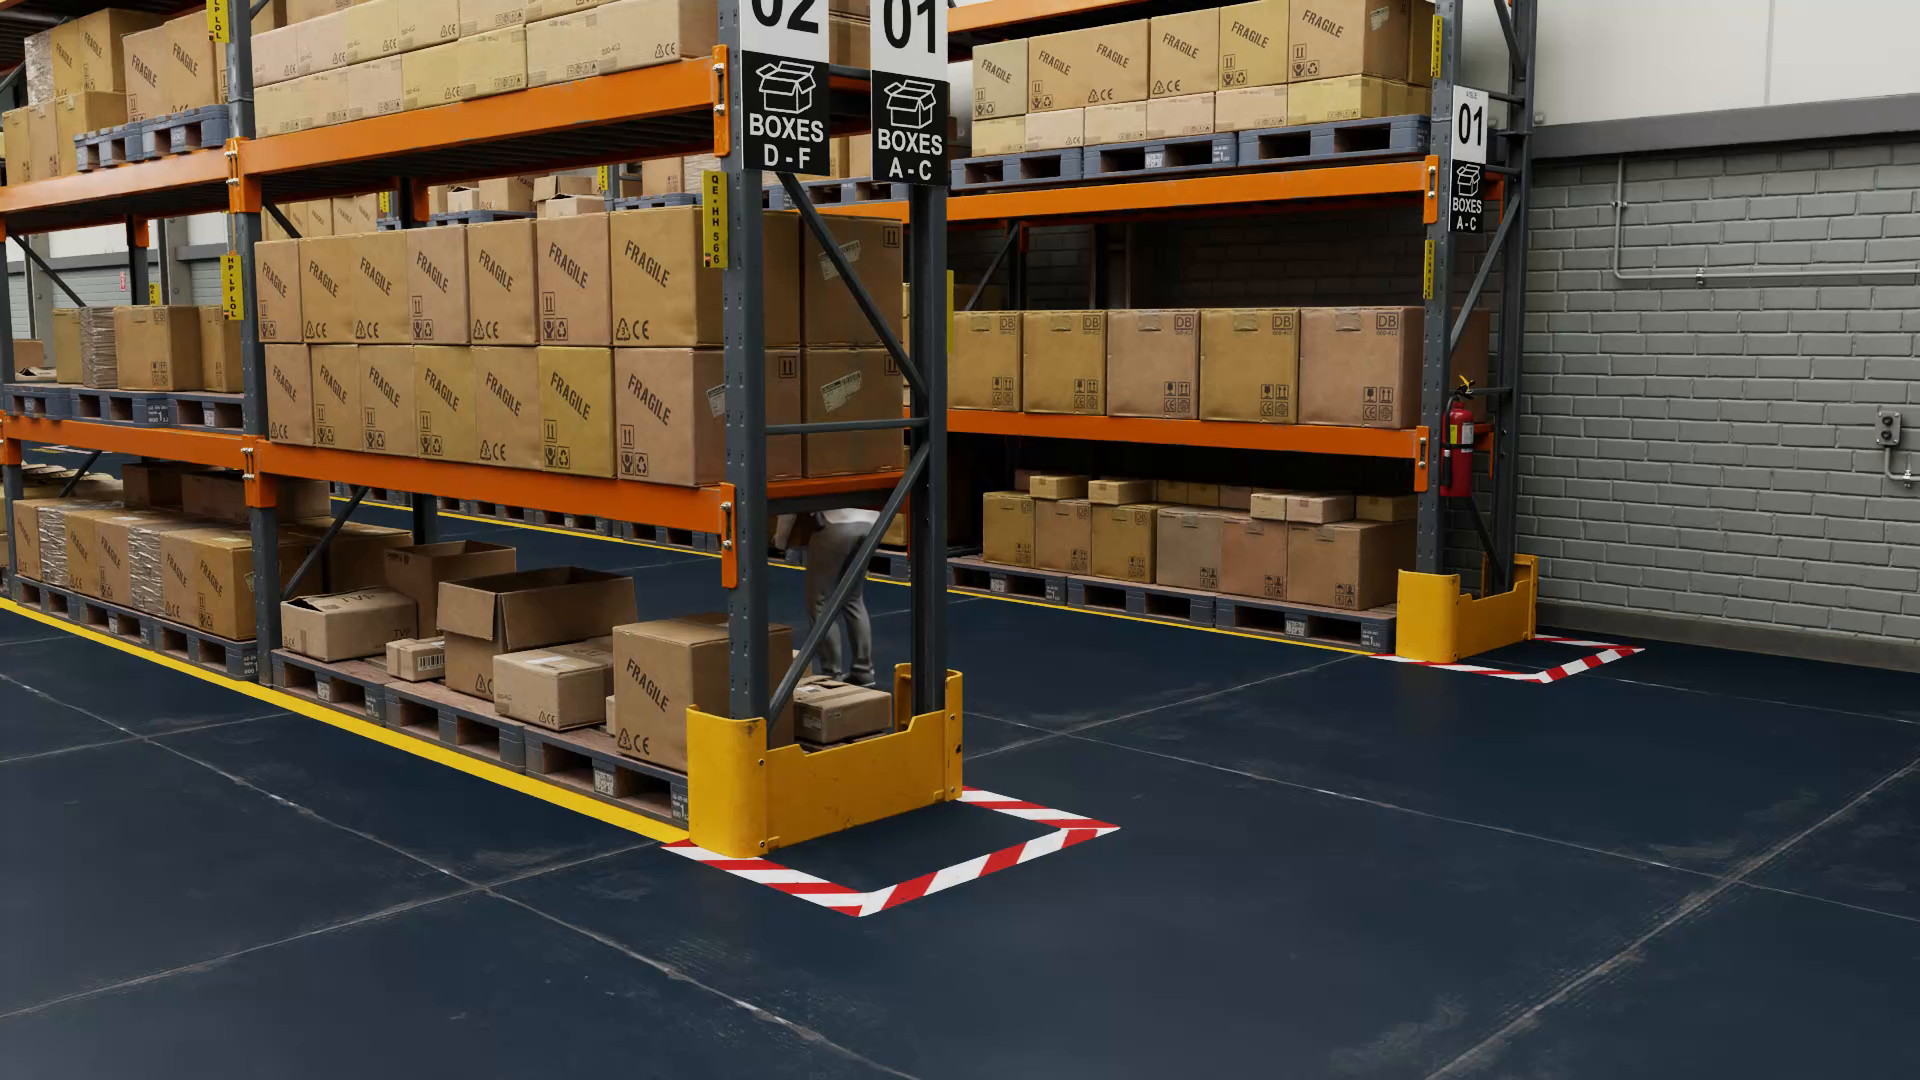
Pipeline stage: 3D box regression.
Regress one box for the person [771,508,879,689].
[{"bbox_3d":[-0.700,-0.022,8.608,0.562,1.631,0.414,6,9,40],"label":"person"}]
